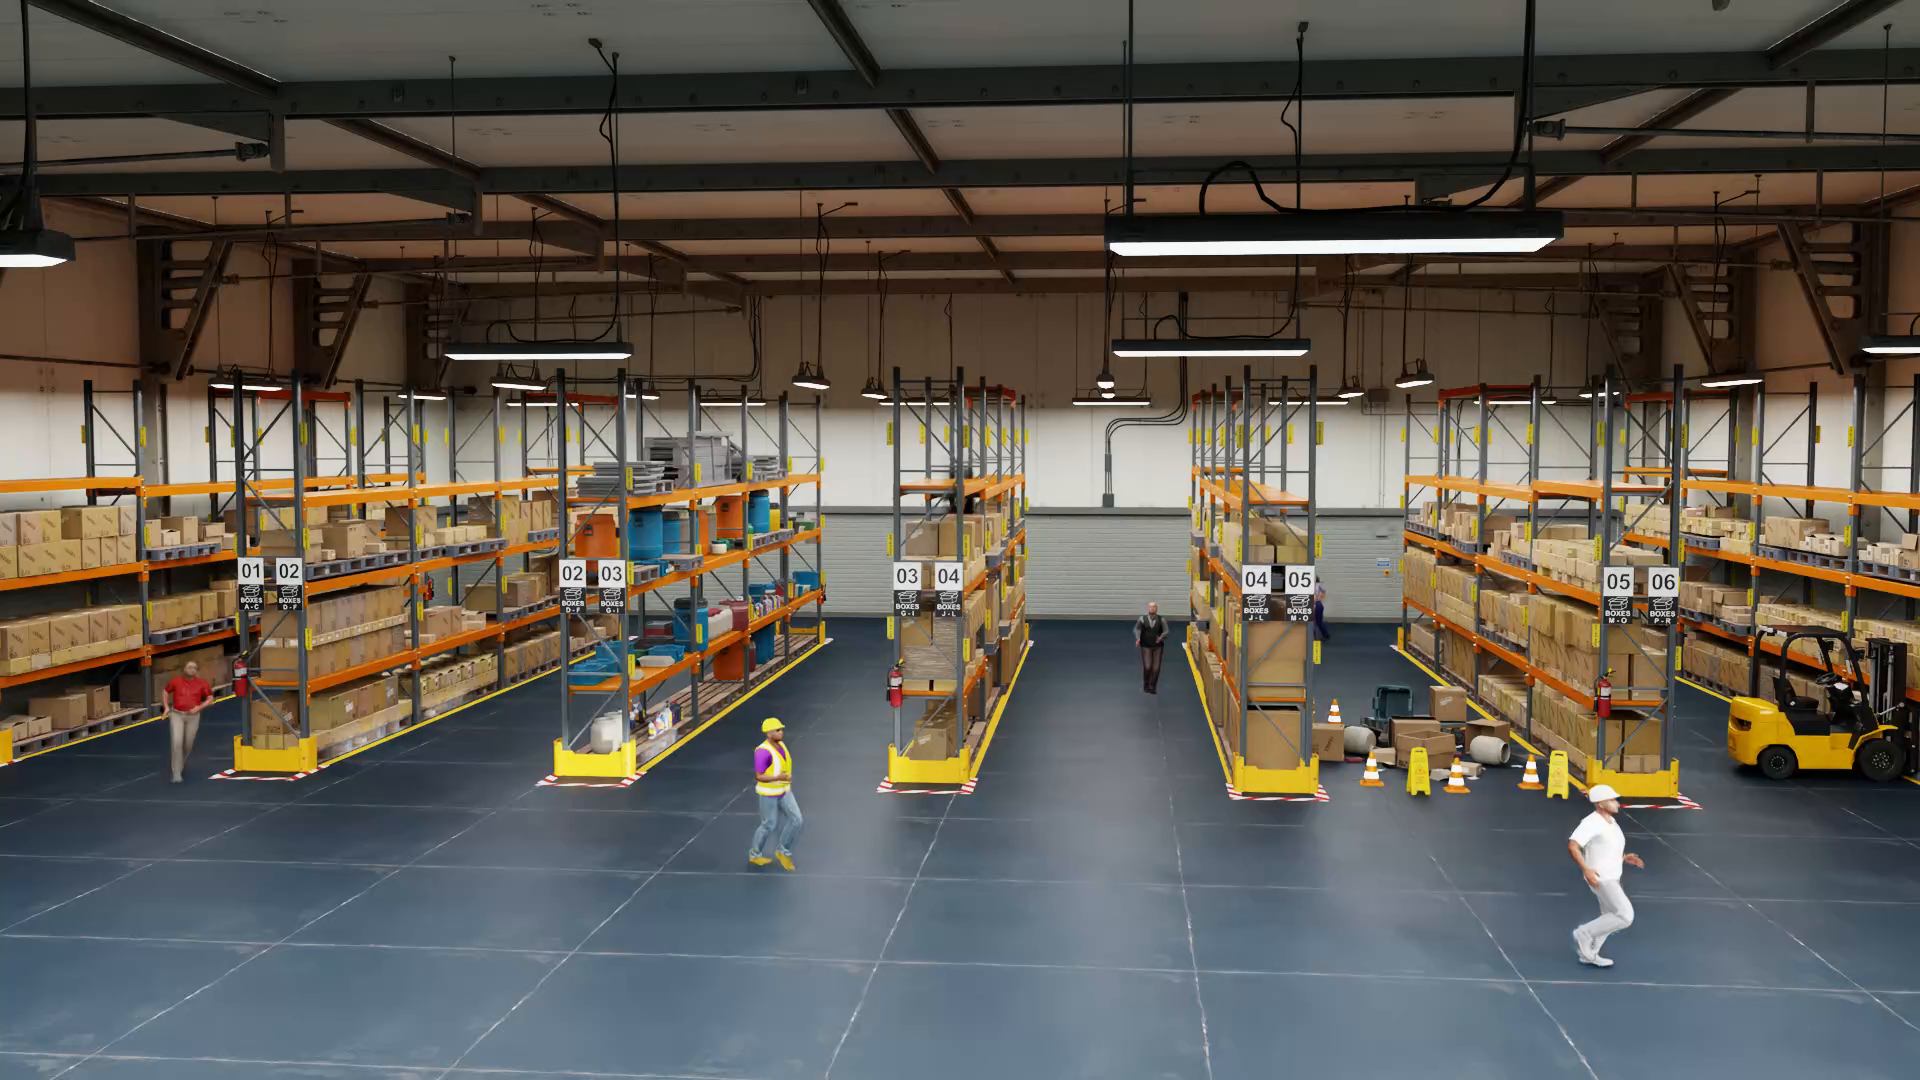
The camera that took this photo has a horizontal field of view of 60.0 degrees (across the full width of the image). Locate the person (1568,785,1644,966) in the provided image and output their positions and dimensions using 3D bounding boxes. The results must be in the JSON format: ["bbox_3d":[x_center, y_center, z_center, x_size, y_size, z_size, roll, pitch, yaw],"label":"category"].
[{"bbox_3d":[6.093,3.165,15.631,0.583,1.718,0.695,3,4,35],"label":"person"}]

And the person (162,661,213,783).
[{"bbox_3d":[-11.355,2.641,24.474,0.680,1.730,0.811,-2,4,-28],"label":"person"}]

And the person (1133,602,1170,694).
[{"bbox_3d":[3.503,1.982,30.376,0.658,1.689,0.572,0,4,3],"label":"person"}]

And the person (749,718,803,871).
[{"bbox_3d":[-2.125,2.942,19.137,0.738,1.806,0.671,2,4,31],"label":"person"}]

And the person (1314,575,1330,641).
[{"bbox_3d":[8.655,1.691,40.484,0.706,1.701,0.573,1,4,9],"label":"person"}]
